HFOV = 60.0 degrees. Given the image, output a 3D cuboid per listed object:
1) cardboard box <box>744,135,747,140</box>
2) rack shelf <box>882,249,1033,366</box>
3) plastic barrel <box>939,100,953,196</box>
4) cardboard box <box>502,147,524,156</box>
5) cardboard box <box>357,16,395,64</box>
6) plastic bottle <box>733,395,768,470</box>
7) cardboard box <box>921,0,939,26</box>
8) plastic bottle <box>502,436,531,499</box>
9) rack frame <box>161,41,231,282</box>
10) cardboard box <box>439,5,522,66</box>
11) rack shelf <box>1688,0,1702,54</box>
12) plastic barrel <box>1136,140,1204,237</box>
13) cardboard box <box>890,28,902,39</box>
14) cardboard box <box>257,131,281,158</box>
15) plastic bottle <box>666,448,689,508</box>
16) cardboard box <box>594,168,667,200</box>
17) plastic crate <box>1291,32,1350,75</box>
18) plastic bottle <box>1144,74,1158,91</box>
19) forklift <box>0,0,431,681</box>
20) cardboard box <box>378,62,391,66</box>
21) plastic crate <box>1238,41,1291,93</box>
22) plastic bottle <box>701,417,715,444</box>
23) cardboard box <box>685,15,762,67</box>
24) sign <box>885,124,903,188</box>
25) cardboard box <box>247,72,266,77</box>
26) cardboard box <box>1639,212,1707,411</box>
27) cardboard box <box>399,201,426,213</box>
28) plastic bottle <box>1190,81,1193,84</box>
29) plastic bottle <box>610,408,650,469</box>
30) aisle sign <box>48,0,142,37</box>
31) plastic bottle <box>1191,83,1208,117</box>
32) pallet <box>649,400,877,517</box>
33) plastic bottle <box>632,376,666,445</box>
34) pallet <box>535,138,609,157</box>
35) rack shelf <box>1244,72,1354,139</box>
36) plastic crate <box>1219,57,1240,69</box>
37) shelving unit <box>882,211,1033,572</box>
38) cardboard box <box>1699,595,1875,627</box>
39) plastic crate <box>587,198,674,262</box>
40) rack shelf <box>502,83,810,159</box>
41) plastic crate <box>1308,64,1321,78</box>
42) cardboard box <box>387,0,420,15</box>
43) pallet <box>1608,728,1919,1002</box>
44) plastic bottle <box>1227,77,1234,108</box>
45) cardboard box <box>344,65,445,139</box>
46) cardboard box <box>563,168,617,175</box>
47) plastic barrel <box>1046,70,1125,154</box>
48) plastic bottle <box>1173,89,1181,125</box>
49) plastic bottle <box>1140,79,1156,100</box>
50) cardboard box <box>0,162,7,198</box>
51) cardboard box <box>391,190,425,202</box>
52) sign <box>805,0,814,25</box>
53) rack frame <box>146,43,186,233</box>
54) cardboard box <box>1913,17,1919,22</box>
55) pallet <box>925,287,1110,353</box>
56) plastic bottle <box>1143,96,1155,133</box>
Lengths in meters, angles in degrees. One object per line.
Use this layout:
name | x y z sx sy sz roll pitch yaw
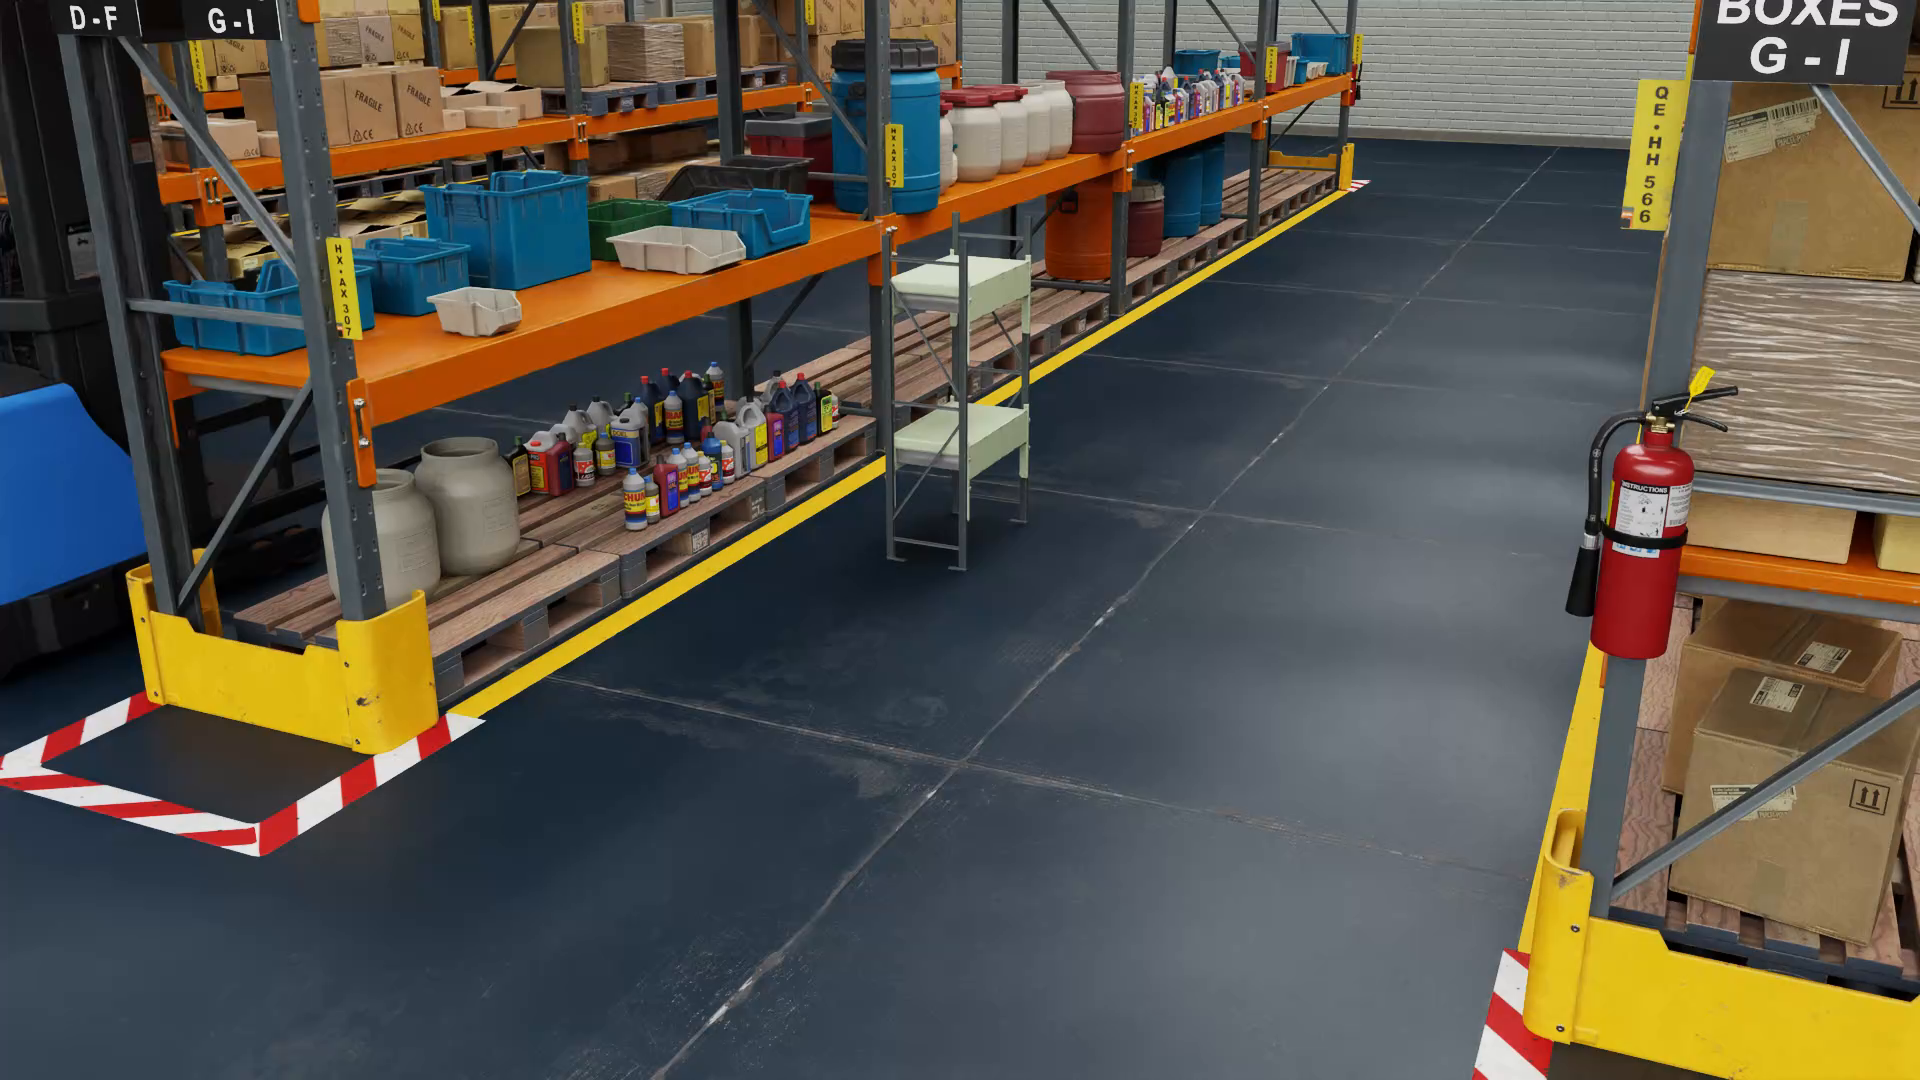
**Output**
cardboard box | -2.111 -4.347 18.789 0.500 0.500 0.500 9 21 23
rack shelf | -0.003 -1.072 7.581 0.431 0.370 0.720 9 21 23
plastic barrel | -0.252 -2.304 9.768 0.433 0.535 0.433 0 20 0
cardboard box | -5.998 -5.170 21.135 0.700 0.500 0.500 8 21 22
cardboard box | -6.765 -5.646 18.746 0.500 0.500 0.500 9 21 23
plastic bottle | -1.056 -0.543 8.316 0.144 0.351 0.185 8 21 22
cardboard box | -0.585 -6.517 20.175 0.500 0.500 0.500 9 22 24
plastic bottle | -2.099 -0.342 7.852 0.061 0.283 0.133 9 22 24
rack frame | -5.361 -2.659 10.968 1.000 3.000 0.127 9 21 23
cardboard box | -6.065 -6.310 20.787 0.980 0.700 0.700 8 21 21
rack shelf | 2.856 -1.761 5.041 1.077 0.370 4.000 9 21 23
plastic barrel | 1.904 -3.252 15.141 0.600 0.901 0.708 9 21 23
cardboard box | -1.008 -5.735 19.469 0.500 0.500 0.500 8 21 22
cardboard box | -4.812 -2.783 11.693 0.380 0.149 0.250 9 21 23
plastic bottle | -1.315 -0.293 7.731 0.097 0.271 0.097 0 20 0
cardboard box | -3.067 -3.172 15.484 0.500 0.500 0.500 8 21 21
plastic crate | 4.103 -5.563 18.992 0.616 0.435 0.499 9 21 23
plastic bottle | 1.745 -4.164 15.385 0.152 0.276 0.135 9 21 23
forklift | -3.619 -1.267 7.156 1.130 2.935 3.031 9 21 23
cardboard box | -6.715 -5.378 18.960 0.380 0.149 0.250 9 22 24
plastic crate | 3.026 -4.720 16.580 0.402 0.464 0.583 9 21 23
plastic bottle | -1.223 -0.477 8.230 0.061 0.283 0.133 9 21 23
cardboard box | -2.484 -5.235 17.436 0.700 0.500 0.500 2 20 4
sign | -0.347 -2.029 8.785 0.100 0.325 0.005 9 21 23
cardboard box | -7.512 -4.840 17.446 0.380 0.149 0.250 9 21 24
cardboard box | 2.382 -0.596 4.576 0.875 0.500 0.500 9 21 23
cardboard box | -4.129 -2.540 13.275 0.500 0.311 0.500 8 21 22
plastic bottle | 2.033 -3.902 14.657 0.097 0.271 0.097 0 20 0
plastic bottle | -1.659 -0.512 8.339 0.152 0.276 0.135 9 21 23
aisle sign | -2.782 -1.999 5.232 0.394 0.787 0.004 9 21 23
plastic bottle | 2.059 -3.822 14.425 0.152 0.276 0.135 9 21 23
pallet | -1.157 -0.464 8.959 1.003 0.211 1.213 9 21 23
plastic bottle | -1.630 -0.689 8.728 0.144 0.351 0.185 8 21 20
pallet | -5.224 -5.436 22.940 1.003 0.211 1.213 9 21 23
rack shelf | 3.251 -4.696 17.770 1.077 0.370 4.000 9 21 23
plastic crate | 3.006 -5.071 17.911 0.416 0.233 0.300 9 21 23
shelving unit | -0.003 -0.705 7.712 0.431 1.500 0.755 9 21 23
cardboard box | 2.795 0.340 5.641 0.500 0.500 0.500 11 22 28
plastic crate | -1.657 -1.502 8.031 0.450 0.188 0.662 9 21 23
rack shelf | -2.904 -4.154 16.246 1.077 0.370 4.000 9 21 23
plastic crate | 3.769 -5.189 18.388 0.396 0.136 0.243 9 21 23
cardboard box | -6.564 -6.155 19.057 0.500 0.250 0.500 9 22 24
pallet | 2.433 0.972 4.921 1.003 0.211 1.213 9 21 23
plastic bottle | 2.416 -4.088 15.173 0.152 0.276 0.135 9 21 23
cardboard box | -4.396 -3.413 12.941 0.500 0.500 0.500 7 21 20
cardboard box | -3.555 -3.229 15.646 0.500 0.500 0.500 9 22 25
plastic barrel | 0.880 -3.081 11.953 0.600 0.536 0.708 9 21 23
plastic bottle | 1.781 -3.580 13.734 0.061 0.283 0.133 9 21 23
plastic bottle | 1.655 -3.972 14.845 0.152 0.276 0.135 9 21 23
cardboard box | -5.956 -2.254 9.681 0.700 0.500 0.500 9 21 24
cardboard box | -4.413 -2.766 13.911 0.500 0.311 0.500 8 21 21
sign | -1.578 -5.575 17.439 0.100 0.325 0.005 9 21 23
rack frame | -8.244 -4.560 16.314 1.000 3.000 0.127 9 21 23
cardboard box | 3.332 -1.475 5.556 0.500 0.500 0.500 9 21 23
pallet | 0.441 -1.655 12.308 1.003 0.211 1.213 9 21 23
plastic bottle | 1.456 -3.371 13.157 0.152 0.276 0.135 9 21 23
